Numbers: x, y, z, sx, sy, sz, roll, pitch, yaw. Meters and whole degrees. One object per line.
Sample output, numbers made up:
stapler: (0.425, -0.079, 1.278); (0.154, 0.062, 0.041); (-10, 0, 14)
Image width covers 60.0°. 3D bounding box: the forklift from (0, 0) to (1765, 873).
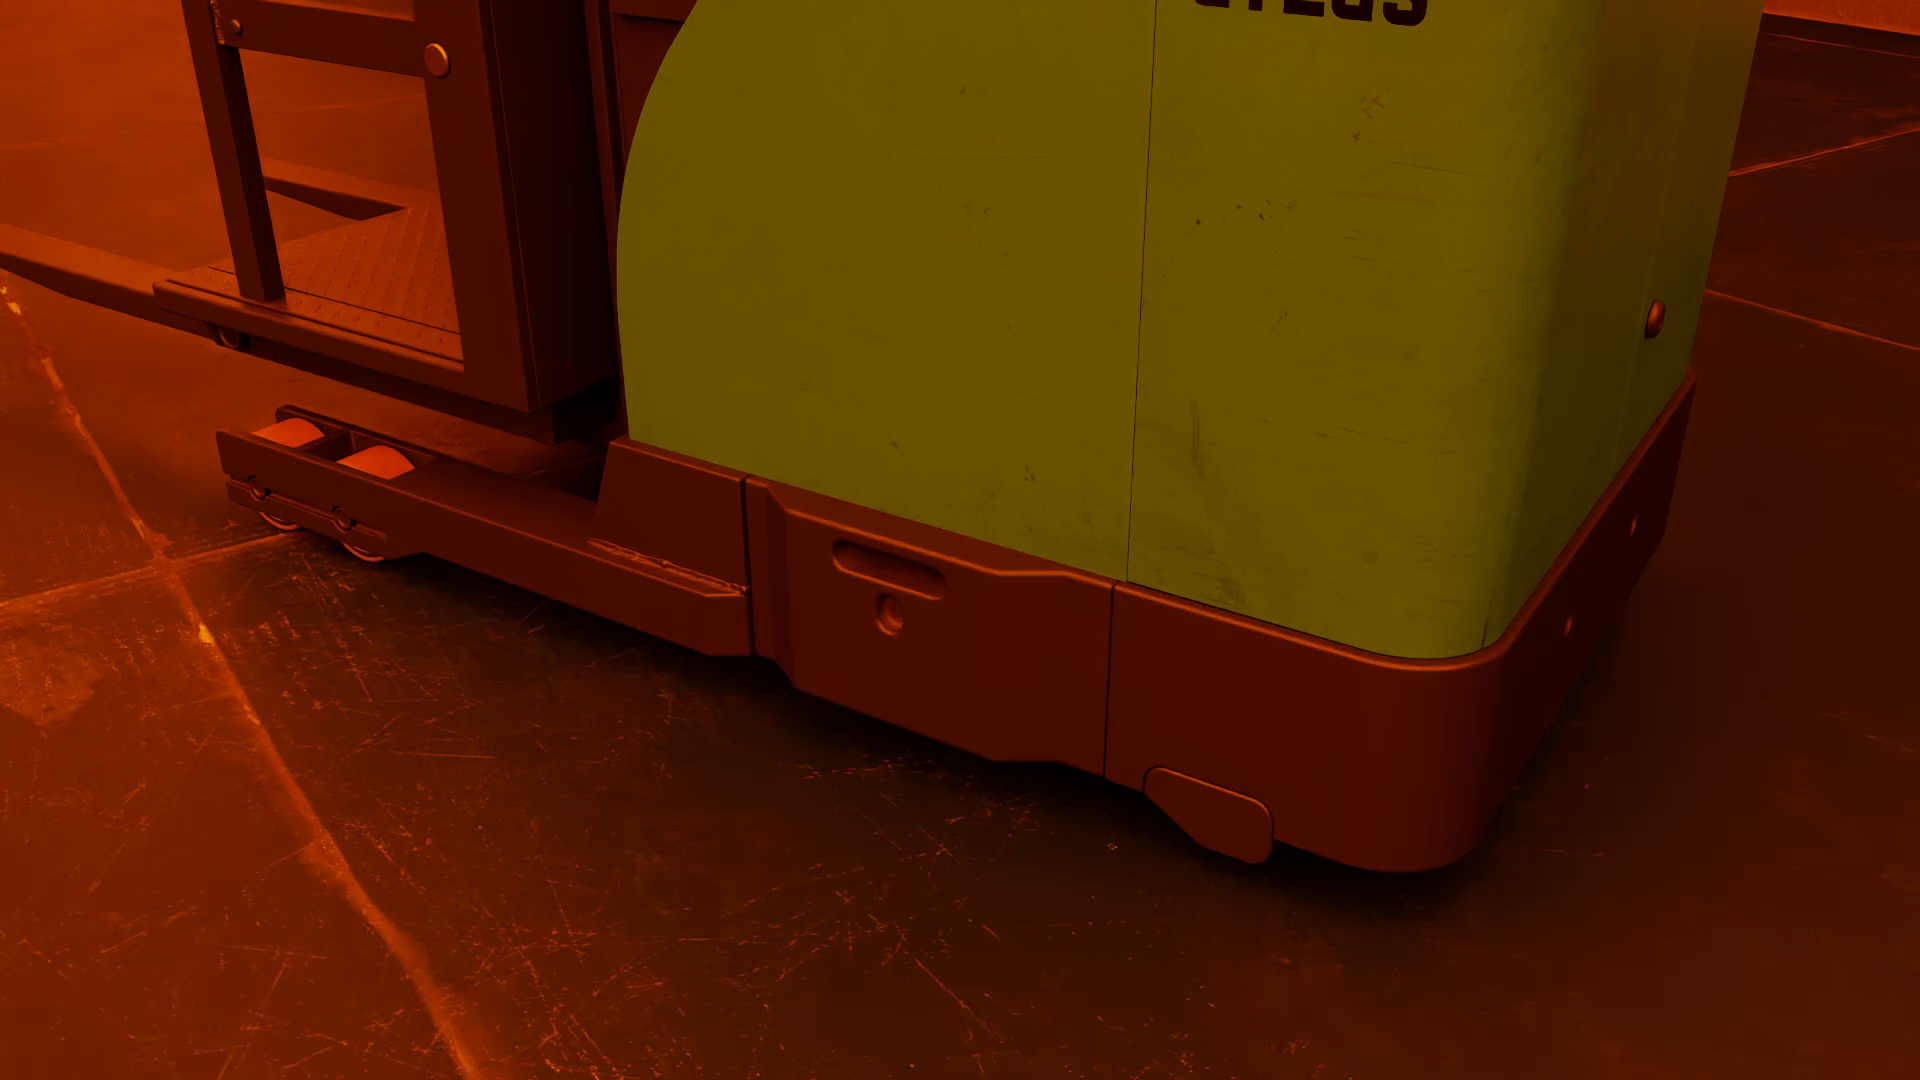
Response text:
forklift: (-0.511, -1.459, 2.139); (3.031, 2.935, 1.130); (16, 31, 29)
